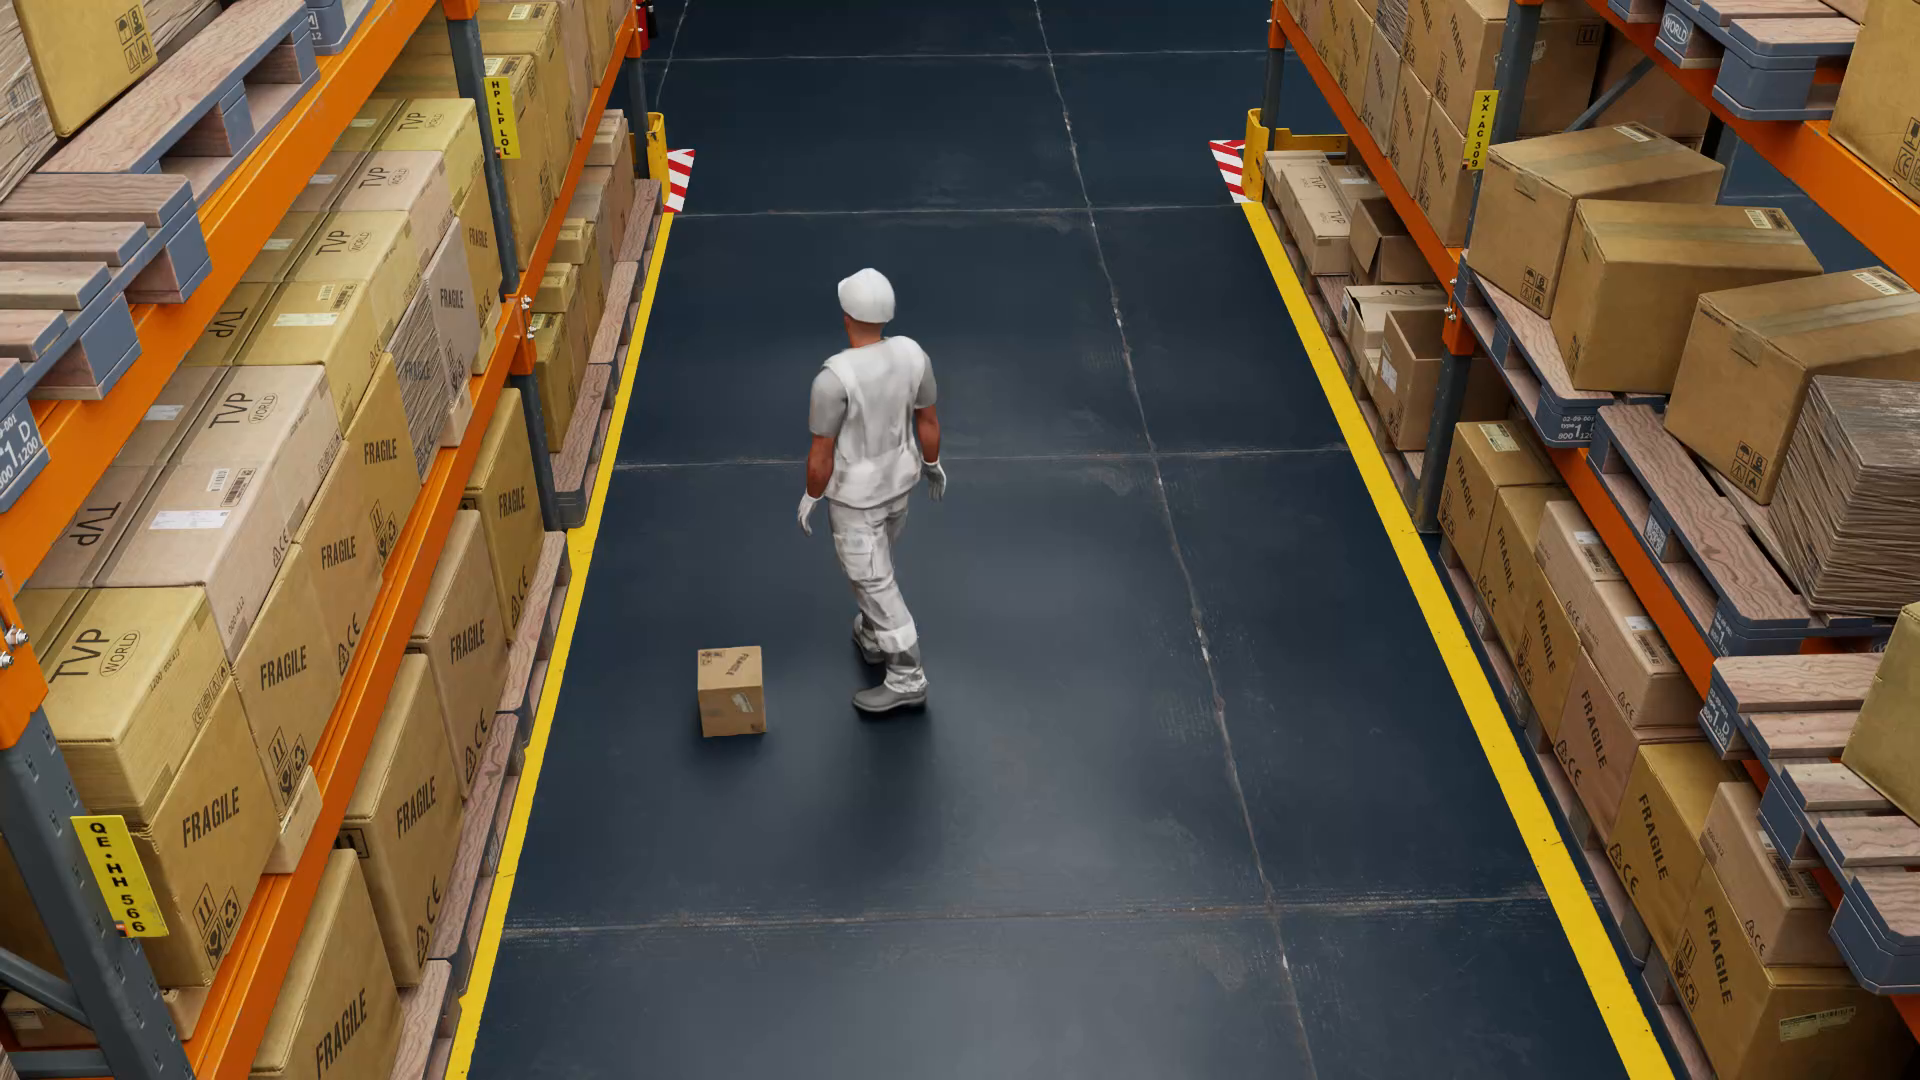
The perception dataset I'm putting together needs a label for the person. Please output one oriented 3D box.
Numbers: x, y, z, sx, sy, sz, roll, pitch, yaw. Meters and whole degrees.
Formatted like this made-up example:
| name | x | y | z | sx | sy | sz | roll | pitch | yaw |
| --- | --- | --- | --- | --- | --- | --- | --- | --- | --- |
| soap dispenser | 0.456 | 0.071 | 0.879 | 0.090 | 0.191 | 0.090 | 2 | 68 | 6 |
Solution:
| name | x | y | z | sx | sy | sz | roll | pitch | yaw |
| --- | --- | --- | --- | --- | --- | --- | --- | --- | --- |
| person | -0.308 | -0.194 | 6.407 | 0.627 | 1.779 | 0.623 | -29 | 44 | -34 |
